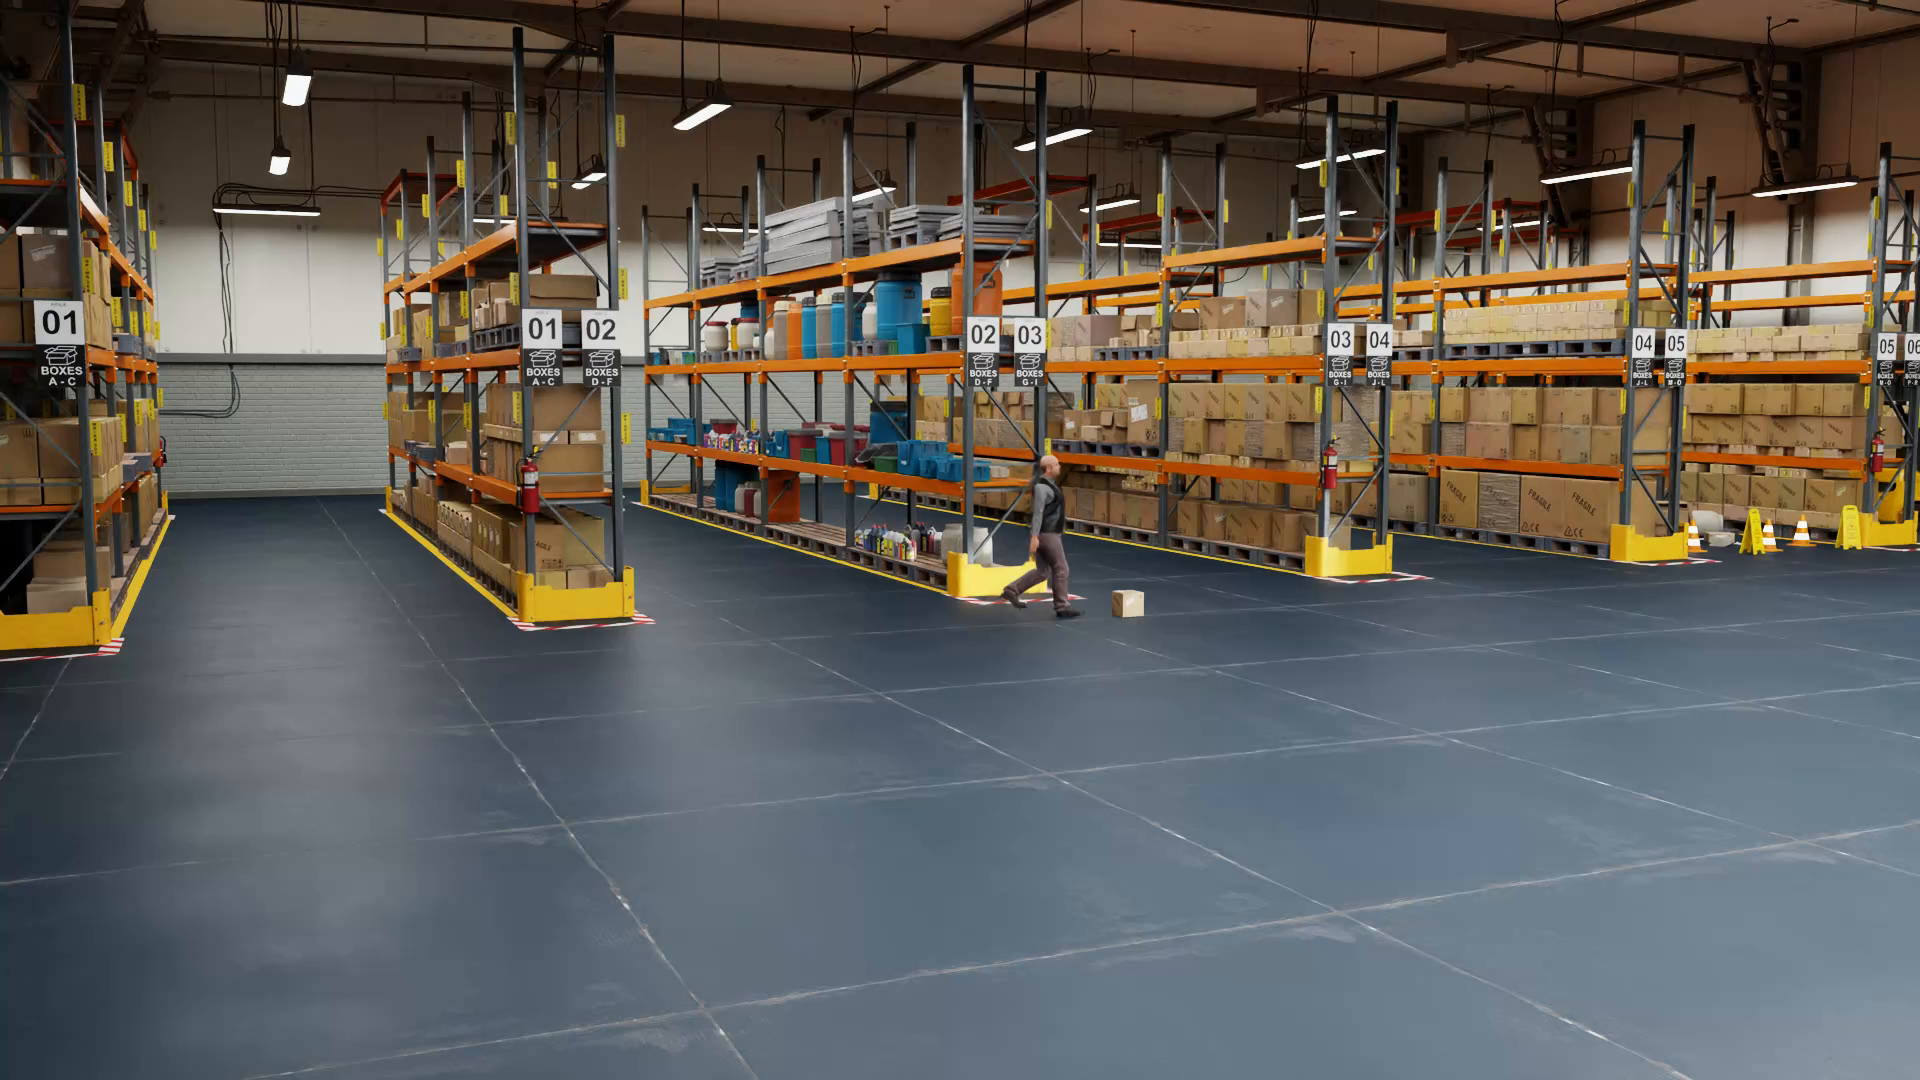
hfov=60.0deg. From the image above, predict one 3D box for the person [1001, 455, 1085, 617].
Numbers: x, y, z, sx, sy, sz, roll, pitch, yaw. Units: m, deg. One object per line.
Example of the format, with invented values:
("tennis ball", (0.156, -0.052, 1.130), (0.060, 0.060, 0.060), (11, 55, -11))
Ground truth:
("person", (0.872, -0.047, 17.457), (0.891, 1.694, 0.554), (0, 5, 5))
